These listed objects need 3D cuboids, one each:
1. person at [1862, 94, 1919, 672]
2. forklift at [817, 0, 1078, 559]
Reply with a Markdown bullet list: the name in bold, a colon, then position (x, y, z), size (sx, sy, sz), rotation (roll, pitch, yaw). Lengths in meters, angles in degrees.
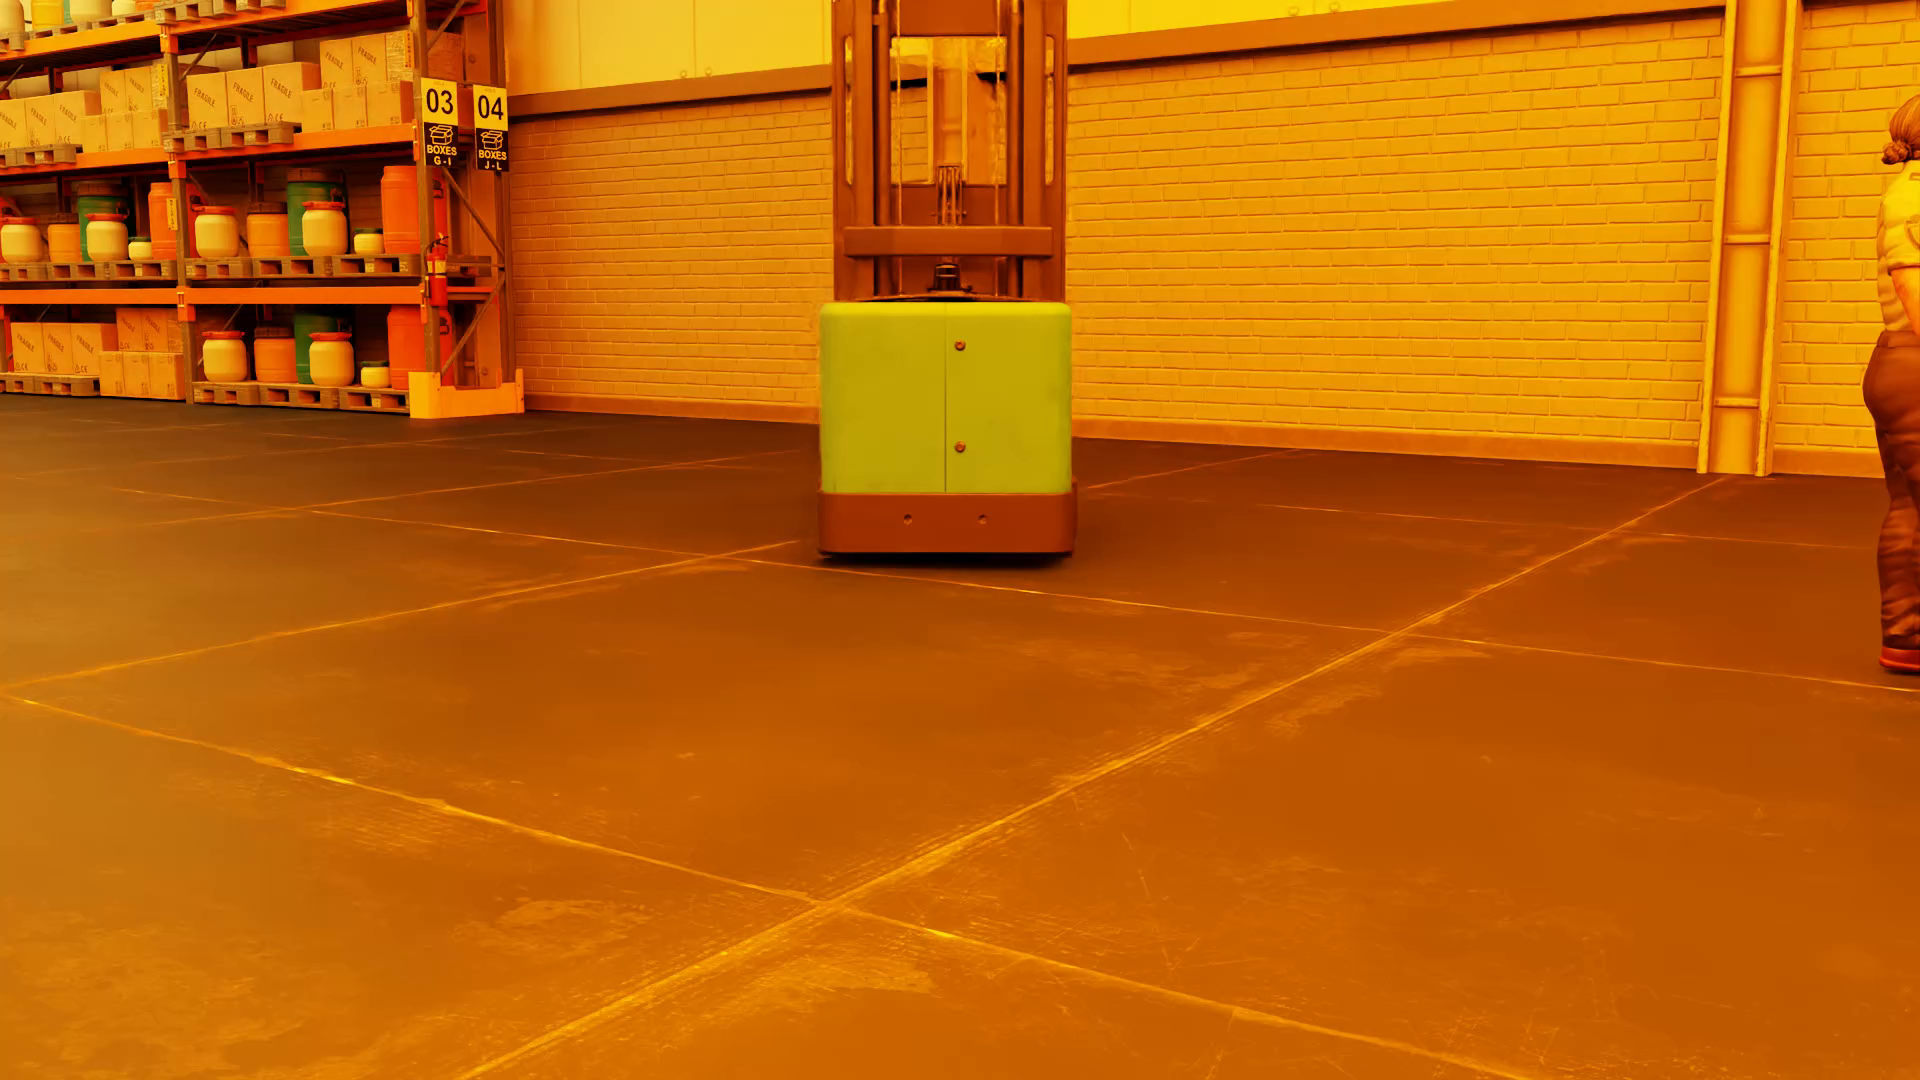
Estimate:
- **person**: position (2.819, -0.421, 4.663), size (0.502, 1.650, 0.598), rotation (4, 9, 25)
- **forklift**: position (-0.047, -1.541, 8.032), size (1.130, 2.935, 3.031), rotation (0, 8, 0)
